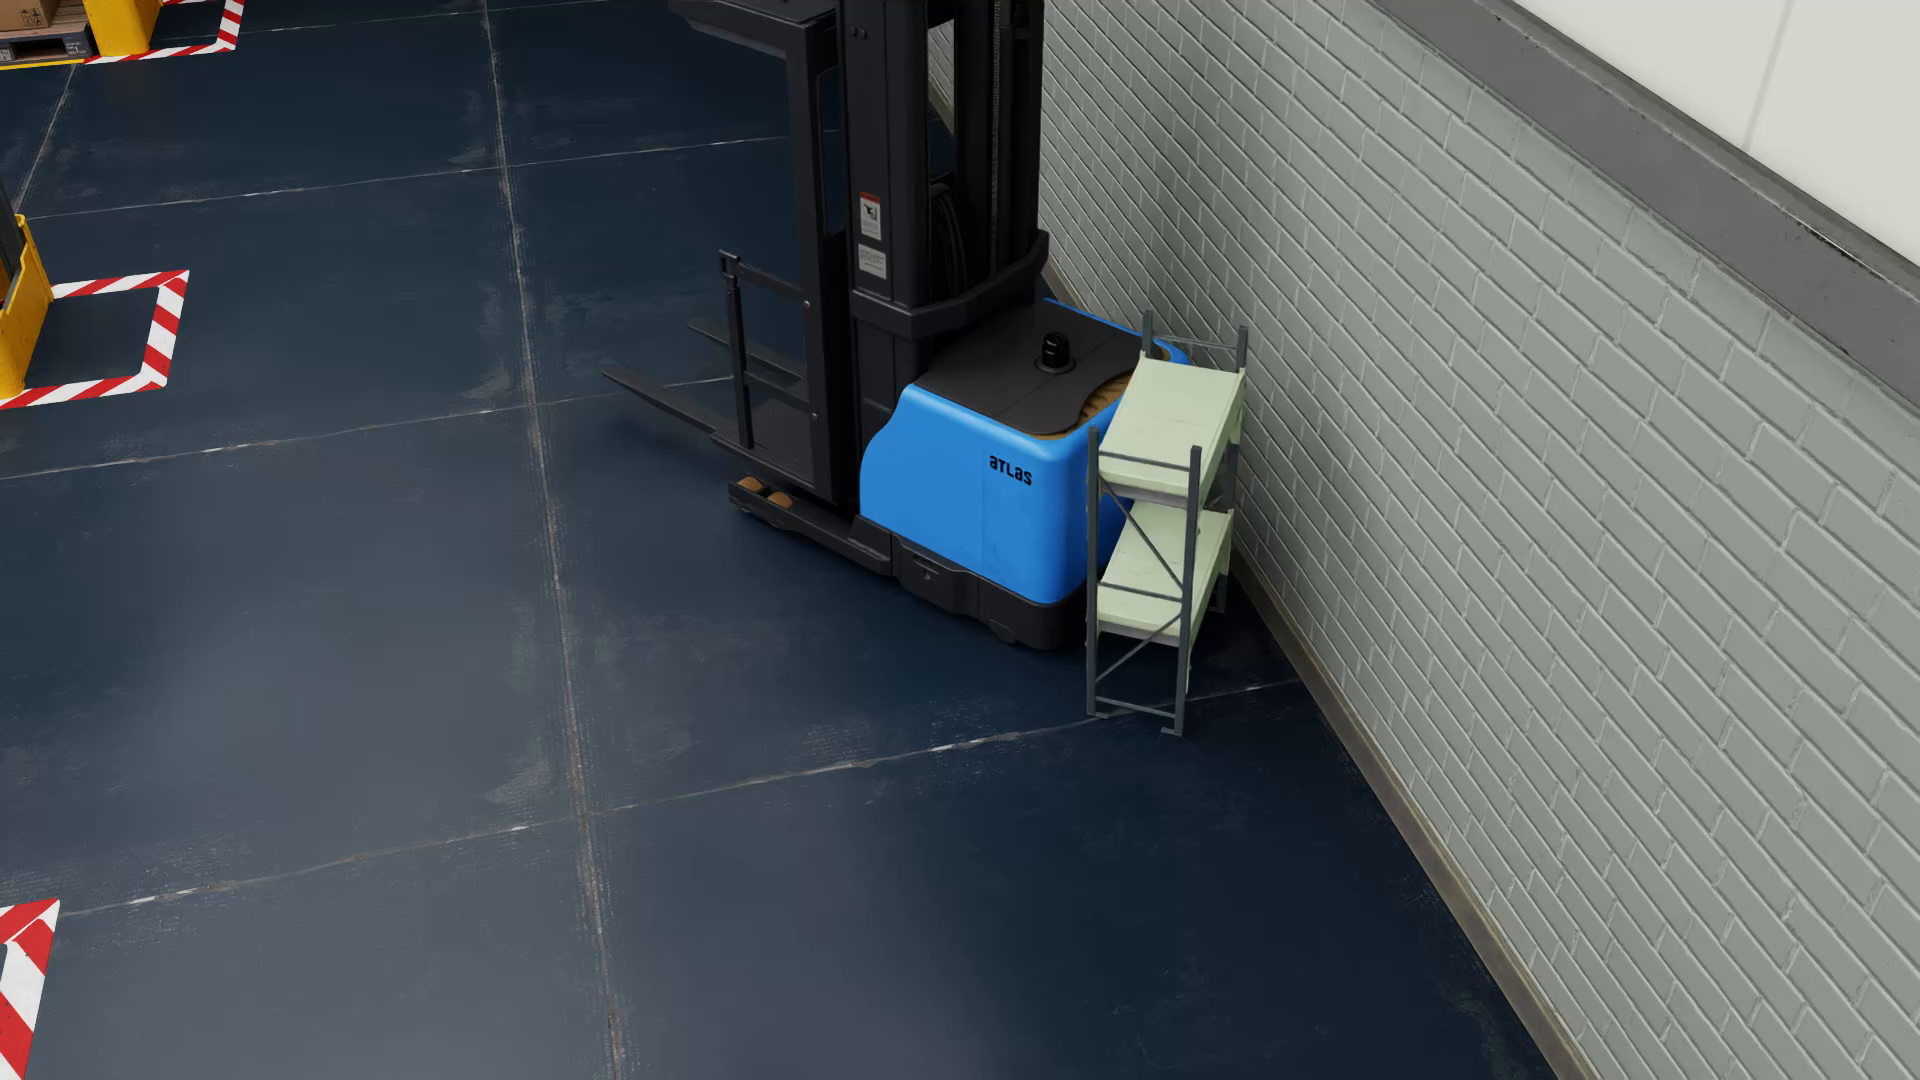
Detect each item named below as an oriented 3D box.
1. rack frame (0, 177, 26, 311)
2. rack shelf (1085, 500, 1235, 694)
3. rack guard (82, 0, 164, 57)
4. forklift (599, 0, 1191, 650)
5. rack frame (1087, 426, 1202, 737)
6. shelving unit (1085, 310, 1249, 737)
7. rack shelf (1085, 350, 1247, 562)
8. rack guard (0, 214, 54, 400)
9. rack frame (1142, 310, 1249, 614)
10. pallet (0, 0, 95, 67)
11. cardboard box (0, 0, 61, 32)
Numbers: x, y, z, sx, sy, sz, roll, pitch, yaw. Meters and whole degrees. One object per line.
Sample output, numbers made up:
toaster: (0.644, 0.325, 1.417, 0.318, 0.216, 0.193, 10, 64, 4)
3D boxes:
rack frame: (-5.176, -2.270, 8.249, 0.127, 3.000, 1.000, -9, 38, -12)
rack shelf: (0.813, 0.199, 6.725, 0.431, 0.370, 0.720, 12, 45, 16)
rack guard: (-6.447, -4.186, 12.811, 0.348, 0.500, 1.175, -9, 38, -12)
forklift: (-0.471, -1.444, 7.225, 3.031, 2.935, 1.130, 26, 45, 30)
rack frame: (0.674, 0.198, 6.255, 0.400, 1.500, 0.023, 12, 45, 16)
shelving unit: (0.798, -0.040, 6.504, 0.431, 1.500, 0.755, 12, 45, 16)
rack shelf: (0.779, -0.327, 6.240, 0.431, 0.370, 0.720, 12, 45, 16)
rack guard: (-5.249, -1.265, 8.993, 0.348, 0.500, 1.175, -9, 38, -12)
rack frame: (0.921, -0.278, 6.753, 0.400, 1.500, 0.023, 12, 45, 16)
pallet: (-7.222, -3.895, 12.668, 1.213, 0.211, 1.003, -9, 38, -12)
cardboard box: (-7.120, -4.180, 12.457, 0.500, 0.500, 0.700, -9, 38, -12)
